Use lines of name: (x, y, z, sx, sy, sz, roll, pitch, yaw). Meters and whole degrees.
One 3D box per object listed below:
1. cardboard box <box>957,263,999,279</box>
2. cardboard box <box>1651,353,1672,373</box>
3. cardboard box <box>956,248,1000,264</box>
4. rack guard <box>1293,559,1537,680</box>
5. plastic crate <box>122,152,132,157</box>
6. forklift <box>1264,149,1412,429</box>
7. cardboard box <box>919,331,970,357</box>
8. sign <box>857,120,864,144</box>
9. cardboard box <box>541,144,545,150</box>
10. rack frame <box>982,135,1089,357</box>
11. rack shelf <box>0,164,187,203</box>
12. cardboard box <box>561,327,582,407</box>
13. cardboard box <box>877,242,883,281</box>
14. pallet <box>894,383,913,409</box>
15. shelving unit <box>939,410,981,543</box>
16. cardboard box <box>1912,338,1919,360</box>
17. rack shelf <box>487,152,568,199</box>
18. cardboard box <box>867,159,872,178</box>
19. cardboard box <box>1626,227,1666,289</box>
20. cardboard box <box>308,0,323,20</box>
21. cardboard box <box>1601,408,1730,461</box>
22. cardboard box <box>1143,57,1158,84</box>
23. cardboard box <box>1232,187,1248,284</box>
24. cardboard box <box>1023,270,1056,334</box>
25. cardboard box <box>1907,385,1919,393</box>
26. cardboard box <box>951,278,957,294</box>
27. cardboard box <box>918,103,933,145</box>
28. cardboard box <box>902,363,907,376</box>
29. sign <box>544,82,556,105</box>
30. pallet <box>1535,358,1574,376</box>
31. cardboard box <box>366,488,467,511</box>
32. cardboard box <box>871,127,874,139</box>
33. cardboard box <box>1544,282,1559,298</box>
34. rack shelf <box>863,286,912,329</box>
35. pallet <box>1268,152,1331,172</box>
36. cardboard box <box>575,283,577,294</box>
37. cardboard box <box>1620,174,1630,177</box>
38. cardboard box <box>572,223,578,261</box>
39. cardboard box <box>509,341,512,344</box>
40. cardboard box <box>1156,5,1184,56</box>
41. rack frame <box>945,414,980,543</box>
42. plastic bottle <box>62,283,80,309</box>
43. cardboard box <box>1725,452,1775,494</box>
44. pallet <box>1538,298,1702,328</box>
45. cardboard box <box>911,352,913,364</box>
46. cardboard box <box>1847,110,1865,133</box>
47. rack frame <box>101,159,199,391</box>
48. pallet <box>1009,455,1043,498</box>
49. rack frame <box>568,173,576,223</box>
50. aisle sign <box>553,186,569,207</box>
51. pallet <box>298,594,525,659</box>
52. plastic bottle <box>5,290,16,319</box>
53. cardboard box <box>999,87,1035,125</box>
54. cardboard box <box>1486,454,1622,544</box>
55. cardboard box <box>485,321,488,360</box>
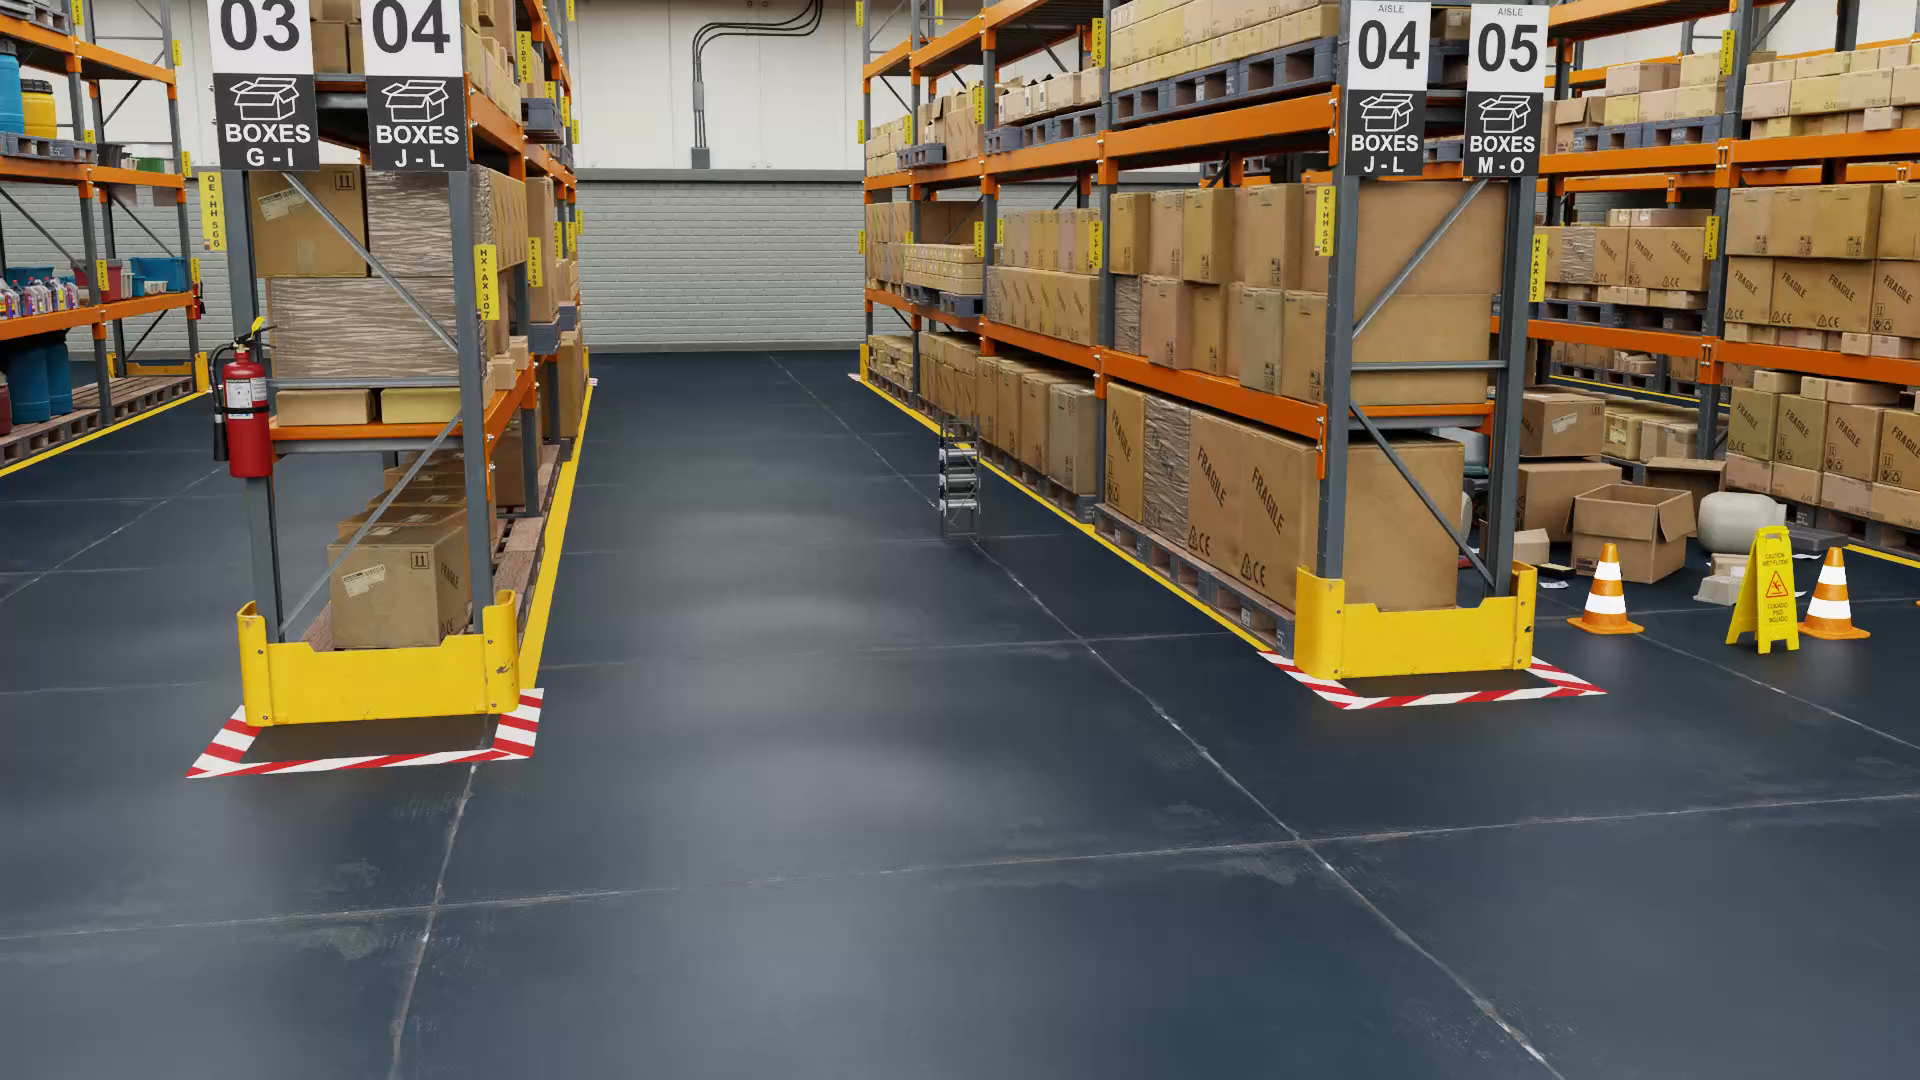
cardboard box: (0.174, -2.617, 16.176, 0.380, 0.149, 0.250, -2, 11, -10)
cardboard box: (9.746, -2.442, 22.574, 0.500, 0.311, 0.500, -2, 11, -9)
cardboard box: (0.172, -2.762, 16.143, 0.380, 0.149, 0.250, -3, 11, -13)
rack guard: (2.277, 0.386, 8.332, 1.175, 0.500, 0.348, -2, 11, -11)
plastic crate: (-10.781, -4.768, 21.050, 0.497, 0.269, 0.590, -2, 11, -11)
forklift: (3.250, -1.933, 14.015, 1.130, 2.935, 3.031, -3, 11, -13)
cardboard box: (-0.177, -2.249, 19.046, 0.500, 0.250, 0.500, -3, 11, -14)
sign: (-1.372, -5.664, 23.073, 0.100, 0.325, 0.005, -2, 11, -11)
cardboard box: (-3.726, -3.383, 13.827, 0.500, 0.250, 0.500, -2, 11, -11)
rack frame: (0.717, -2.314, 15.830, 1.000, 3.000, 0.127, -2, 11, -11)
rack shelf: (-10.194, -4.192, 19.602, 1.077, 0.370, 4.000, -2, 11, -11)
cardboard box: (-4.628, -1.768, 17.520, 1.225, 0.875, 0.875, -3, 11, -13)
cardboard box: (-0.811, -3.696, 22.031, 0.500, 0.500, 0.500, -2, 11, -10)
pallet: (-0.227, -1.799, 20.586, 1.003, 0.211, 1.213, -2, 11, -11)
shelving unit: (-0.002, -0.444, 11.620, 0.258, 0.900, 0.210, -2, 11, -11)
cardboard box: (6.548, -1.263, 10.984, 0.380, 0.149, 0.250, -2, 11, -11)
rack shelf: (-4.557, -3.639, 16.694, 1.077, 0.370, 4.000, -2, 11, -11)
cardboard box: (-1.003, -5.089, 22.791, 0.500, 0.250, 0.500, -2, 11, -9)
cardboard box: (5.918, -2.347, 13.821, 0.500, 0.500, 0.500, -2, 11, -11)
cardboard box: (-2.973, -2.320, 7.175, 0.380, 0.149, 0.250, -2, 11, -11)
cardboard box: (6.083, -0.922, 14.422, 0.950, 0.372, 0.625, -1, 11, -7)
cardboard box: (1.380, -2.967, 10.523, 0.380, 0.149, 0.250, -2, 11, -12)
cardboard box: (2.065, -1.725, 9.449, 0.875, 0.550, 0.550, -2, 11, -11)
cardboard box: (0.833, -1.994, 13.881, 0.500, 0.500, 0.500, -2, 11, -12)
cardboard box: (10.528, -1.618, 17.404, 0.875, 0.625, 0.625, -2, 11, -9)
cardboard box: (0.123, -2.516, 16.441, 0.380, 0.149, 0.250, -2, 11, -11)
cardboard box: (-0.096, -4.703, 18.969, 0.700, 0.500, 0.500, -2, 11, -11)
cardboard box: (-0.499, -2.095, 20.385, 0.380, 0.149, 0.250, -3, 11, -14)
sign: (-3.636, -3.899, 14.753, 0.100, 0.325, 0.005, -2, 11, -11)
pallet: (9.035, -2.631, 24.954, 1.003, 0.211, 1.213, -2, 11, -11)
cardboard box: (-2.970, -0.002, 9.247, 0.500, 0.500, 0.500, -1, 11, -6)
cardboard box: (-0.987, -5.455, 22.308, 0.380, 0.149, 0.250, -2, 11, -11)
cardboard box: (5.620, -2.331, 15.471, 0.380, 0.149, 0.250, -1, 11, -8)
rack shelf: (-0.450, -3.061, 21.679, 1.077, 0.370, 4.000, -2, 11, -11)
pallet: (4.626, -4.826, 21.246, 1.003, 0.211, 1.213, -2, 11, -11)
cardboard box: (-5.035, -3.162, 20.959, 0.380, 0.149, 0.250, -2, 11, -10)
cardboard box: (9.151, -4.972, 22.447, 0.380, 0.149, 0.250, -2, 11, -11)
cardboard box: (-5.372, -3.980, 22.186, 0.500, 0.500, 0.500, -2, 11, -10)
cardboard box: (-3.031, -1.172, 10.503, 0.380, 0.149, 0.250, -2, 11, -11)
cardboard box: (1.513, -3.097, 10.136, 0.500, 0.250, 0.500, -2, 11, -12)
rack frame: (0.018, -0.425, 11.522, 0.240, 0.900, 0.006, -2, 11, -11)
plastic bottle: (-9.411, -2.584, 17.582, 0.152, 0.276, 0.135, -2, 11, -11)
cardboard box: (6.180, -0.516, 12.617, 0.500, 0.250, 0.500, -3, 11, -14)
pallet: (5.978, -2.056, 14.992, 1.003, 0.211, 1.213, -2, 11, -11)
cardboard box: (-0.386, -2.201, 20.149, 0.380, 0.149, 0.250, -2, 11, -9)
cardboard box: (6.354, -2.874, 11.426, 0.380, 0.149, 0.250, -2, 11, -13)
rack frame: (-10.583, -3.439, 21.742, 1.000, 3.000, 0.127, -2, 11, -11)
pallet: (1.030, -0.573, 14.144, 1.003, 0.211, 1.213, -2, 11, -11)
rack frame: (-5.724, -3.619, 22.689, 1.000, 3.000, 0.127, -2, 11, -11)
aisle sign: (-5.444, -4.920, 22.572, 0.394, 0.787, 0.004, -2, 11, -11)
pallet: (-2.751, 0.521, 8.395, 1.003, 0.211, 1.213, -2, 11, -11)
plastic bottle: (-9.014, -2.234, 15.754, 0.097, 0.271, 0.097, 0, 11, 0)
cardboard box: (0.642, -3.858, 14.770, 0.500, 0.311, 0.500, -2, 11, -11)
cardboard box: (4.093, -0.287, 11.494, 0.797, 0.637, 0.503, -2, 11, -11)
cardboard box: (-2.962, -1.162, 8.718, 0.875, 0.500, 0.500, -2, 11, -11)
